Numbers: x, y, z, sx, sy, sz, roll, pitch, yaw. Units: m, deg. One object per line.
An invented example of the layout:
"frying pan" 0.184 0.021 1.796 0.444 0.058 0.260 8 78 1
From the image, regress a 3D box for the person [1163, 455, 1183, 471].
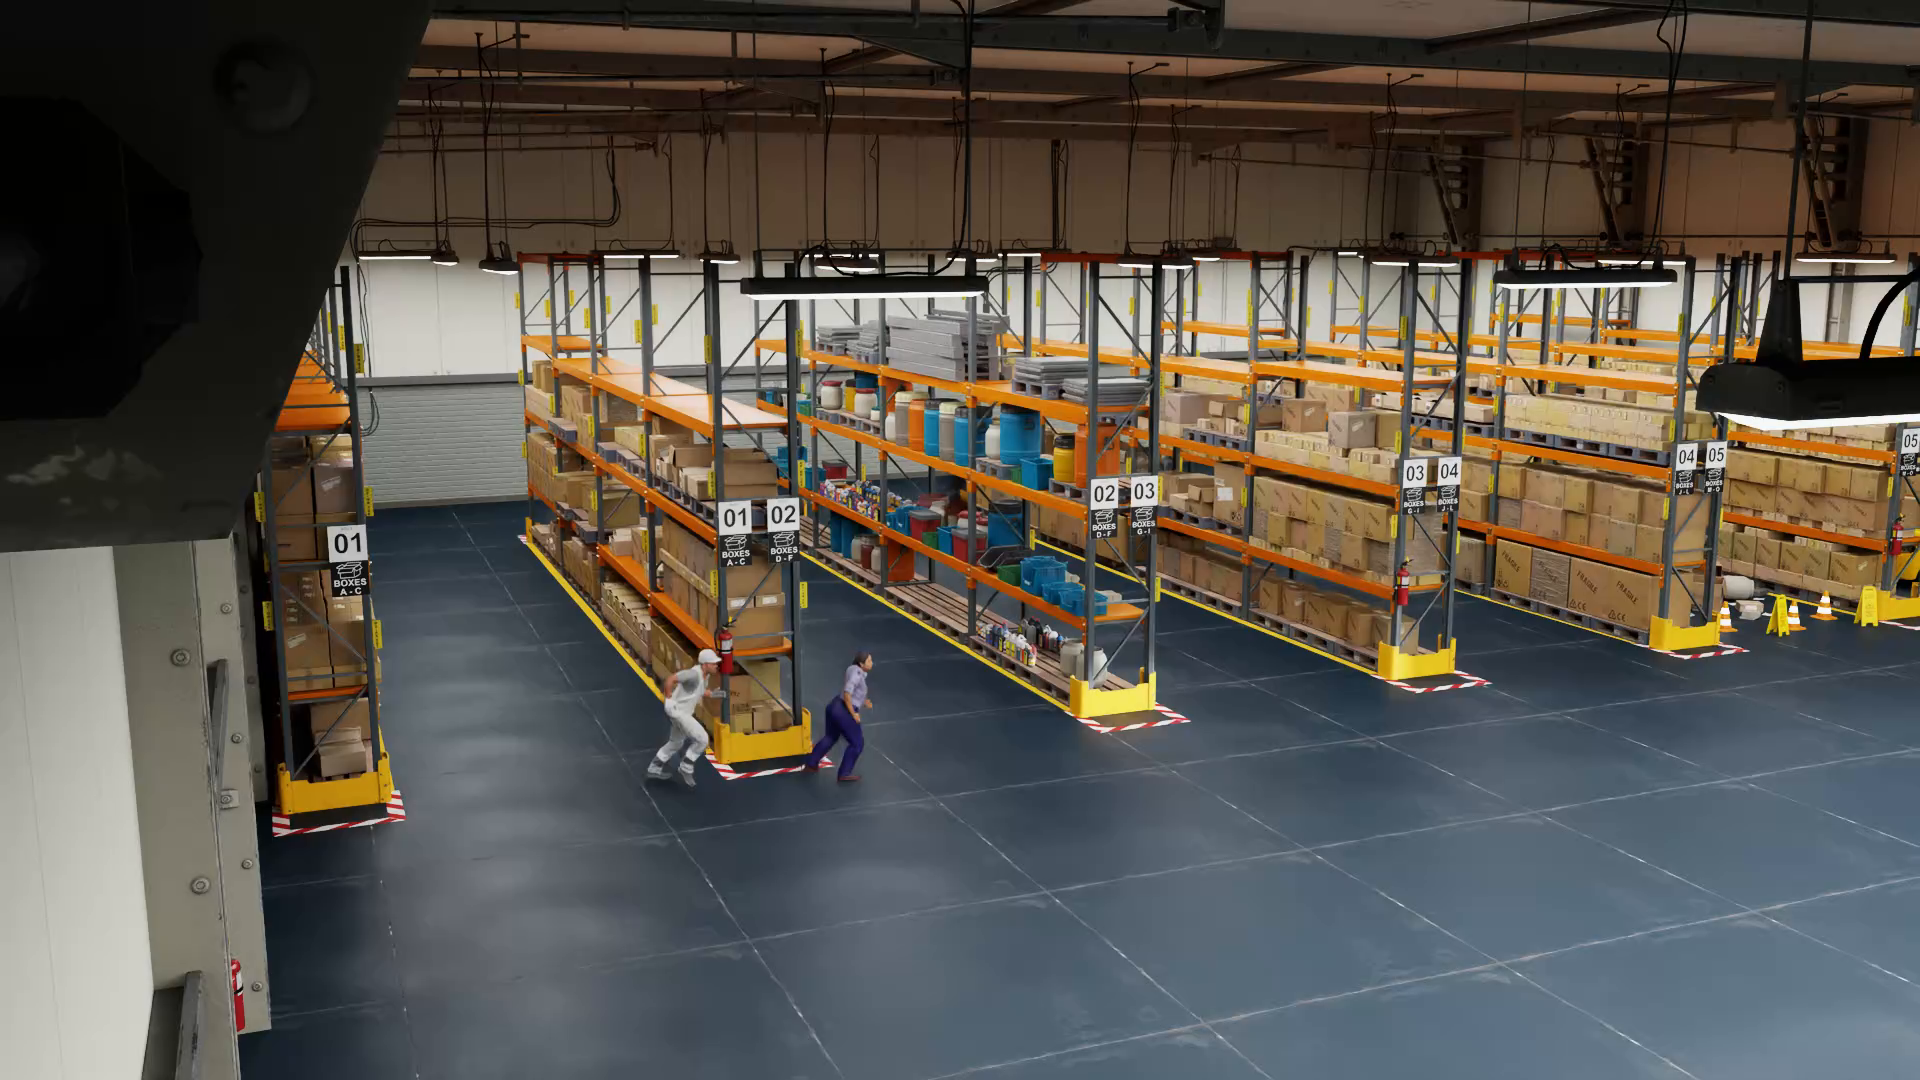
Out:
"person" 5.439 -2.248 42.614 0.569 1.675 0.883 8 13 36

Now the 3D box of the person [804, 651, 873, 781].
"person" -1.408 2.056 19.528 0.843 1.562 0.648 -4 11 -18

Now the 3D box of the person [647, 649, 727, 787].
"person" -3.199 2.068 19.232 0.979 1.664 0.711 2 11 11
